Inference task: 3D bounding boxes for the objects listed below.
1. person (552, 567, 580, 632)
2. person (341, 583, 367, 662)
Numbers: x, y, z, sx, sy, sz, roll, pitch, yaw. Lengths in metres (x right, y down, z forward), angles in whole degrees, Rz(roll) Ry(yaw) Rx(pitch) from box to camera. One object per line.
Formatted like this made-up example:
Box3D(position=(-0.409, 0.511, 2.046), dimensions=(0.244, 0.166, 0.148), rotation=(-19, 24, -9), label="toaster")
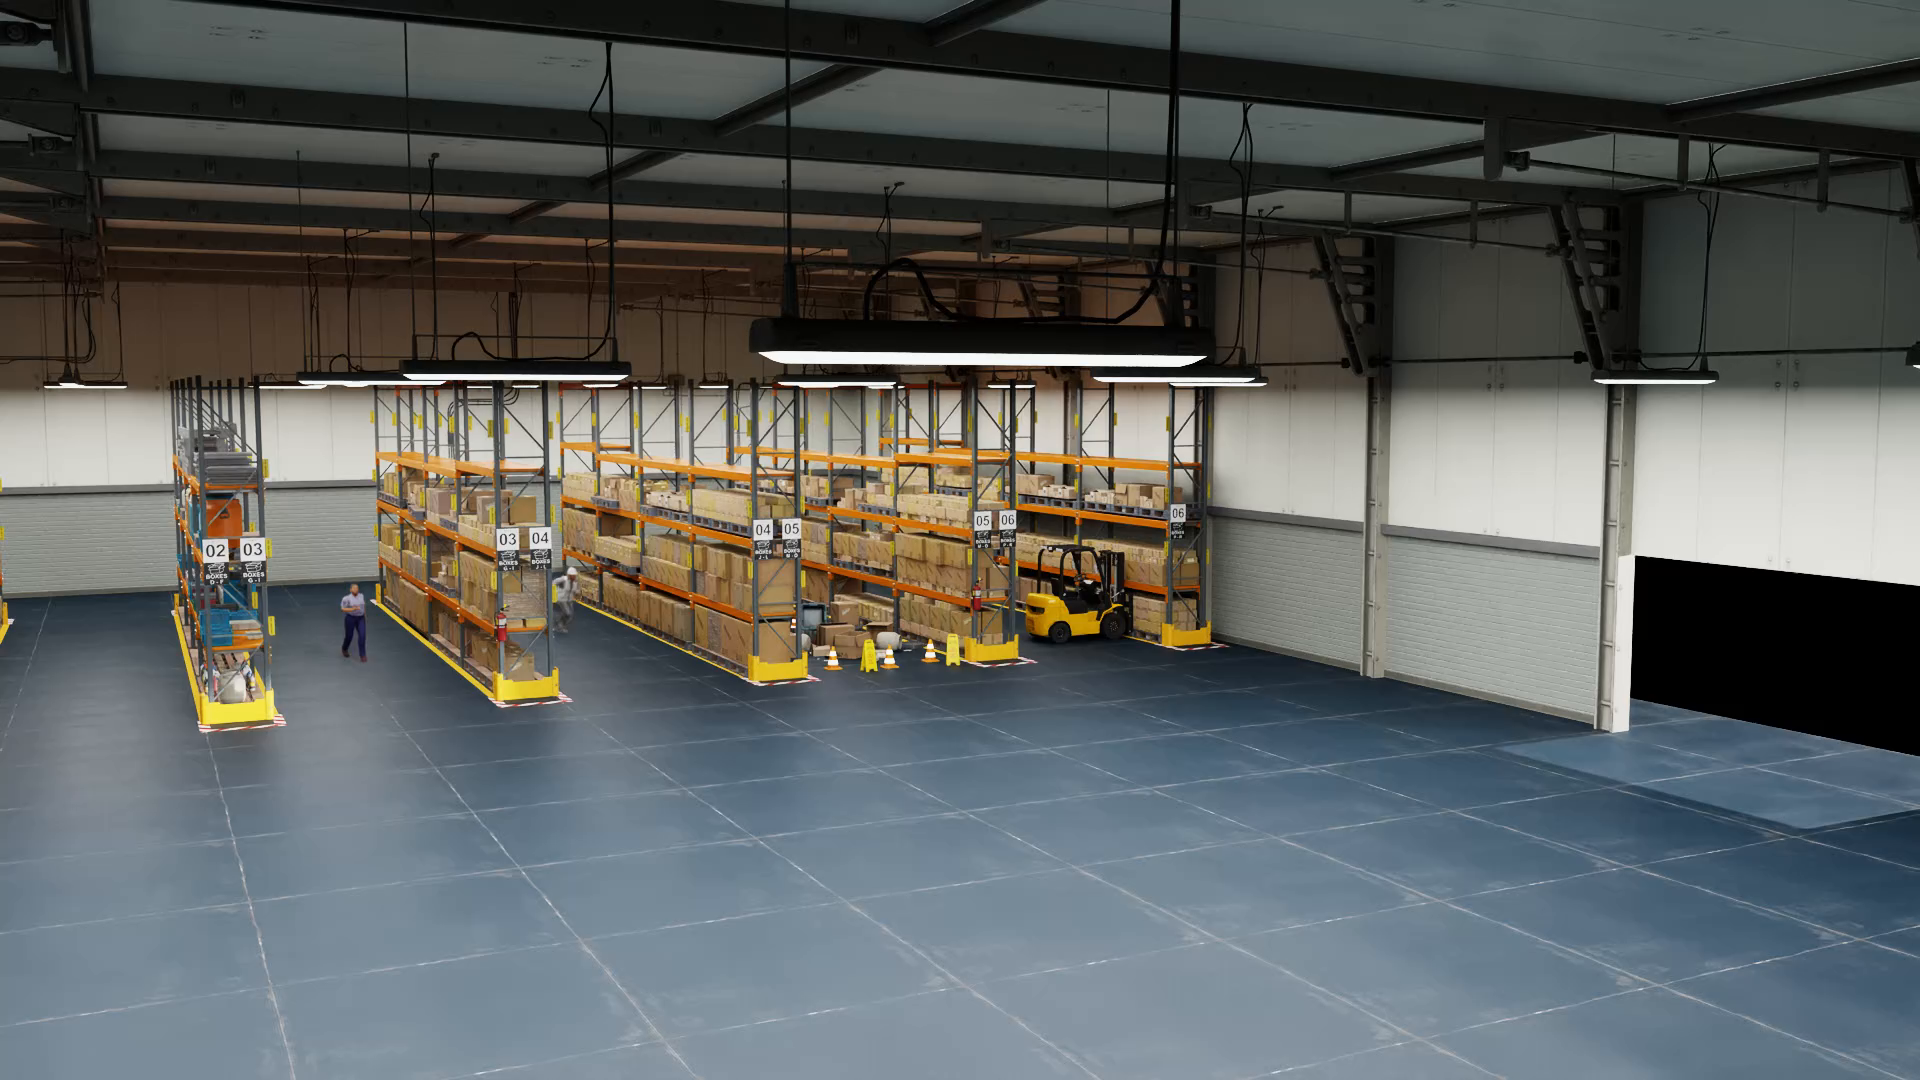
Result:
Box3D(position=(-9.341, 1.427, 39.363), dimensions=(0.864, 1.598, 0.684), rotation=(5, 7, 43), label="person")
Box3D(position=(-12.890, 1.735, 35.373), dimensions=(0.598, 1.652, 0.933), rotation=(-5, 7, -42), label="person")
